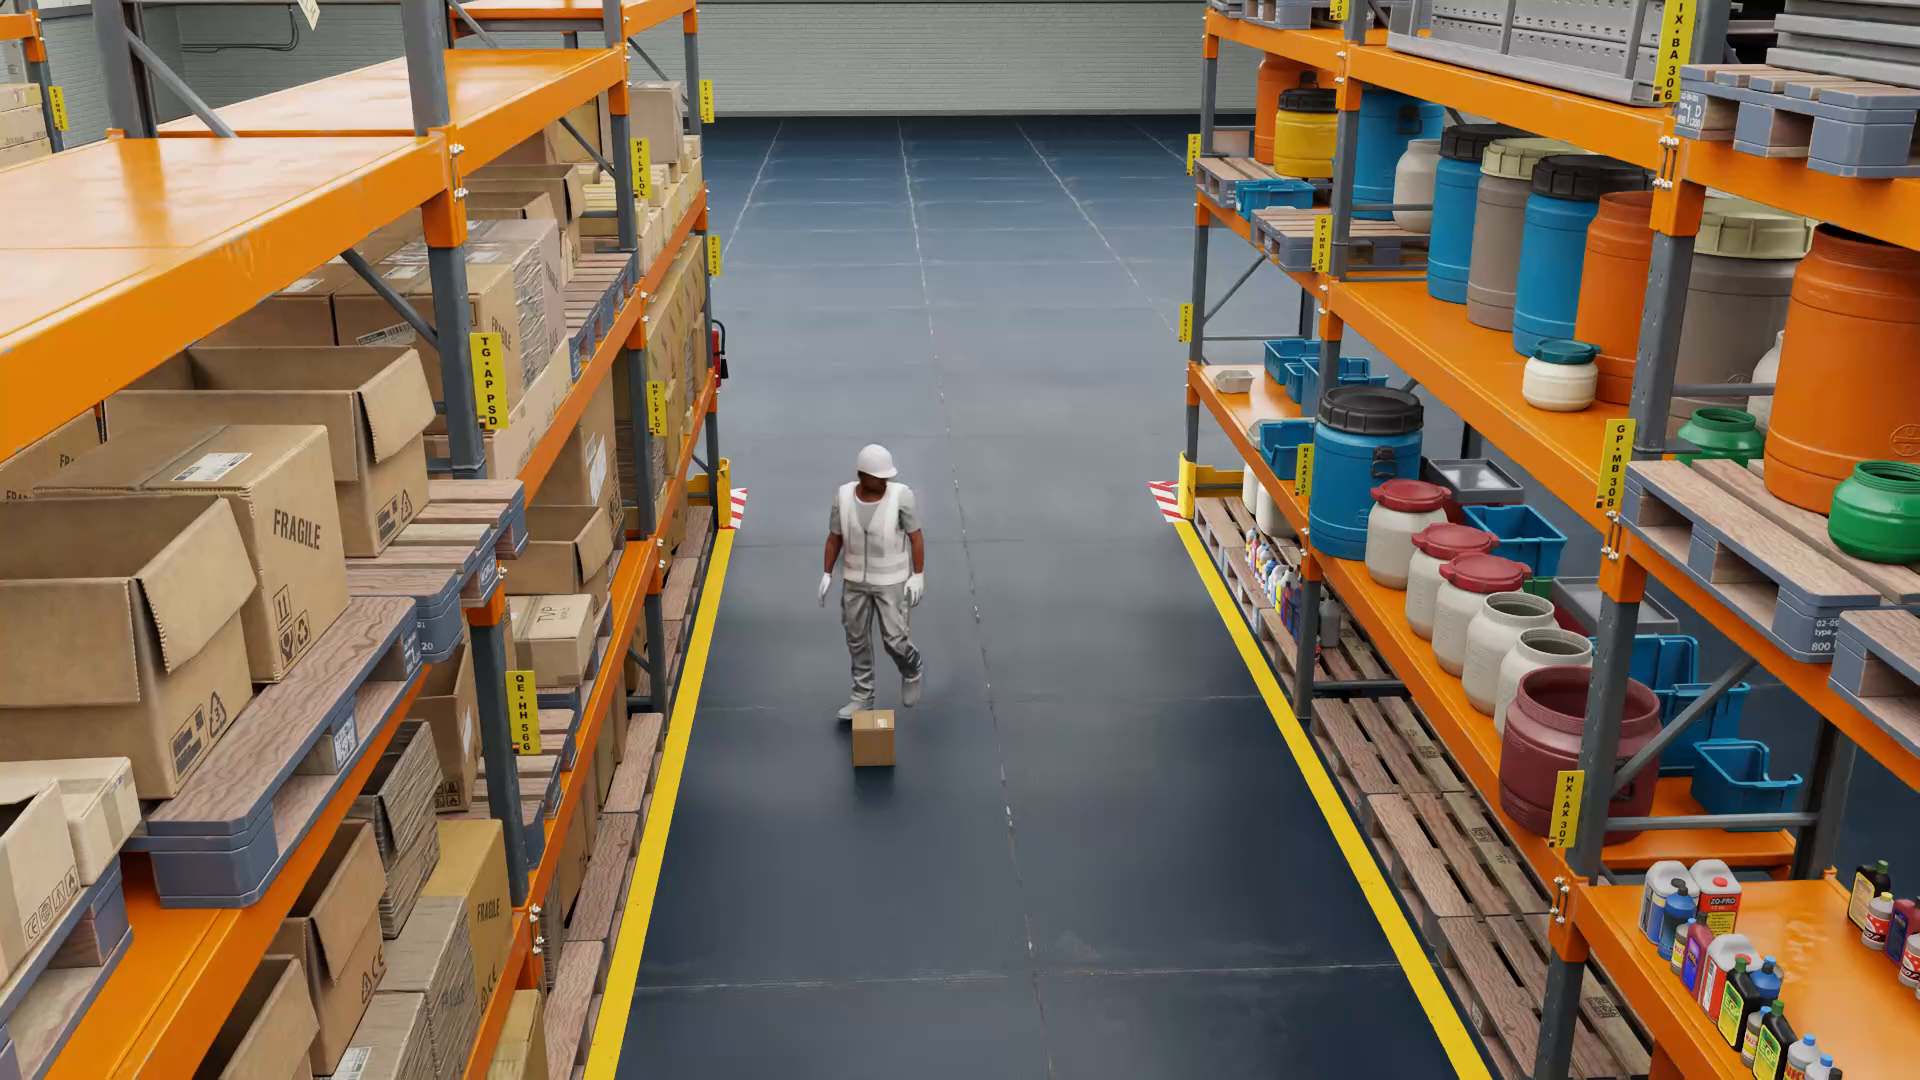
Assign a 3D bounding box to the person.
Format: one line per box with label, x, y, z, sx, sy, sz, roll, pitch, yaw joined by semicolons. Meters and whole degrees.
person;-0.532;0.245;10.320;0.622;1.778;0.517;7;21;19
